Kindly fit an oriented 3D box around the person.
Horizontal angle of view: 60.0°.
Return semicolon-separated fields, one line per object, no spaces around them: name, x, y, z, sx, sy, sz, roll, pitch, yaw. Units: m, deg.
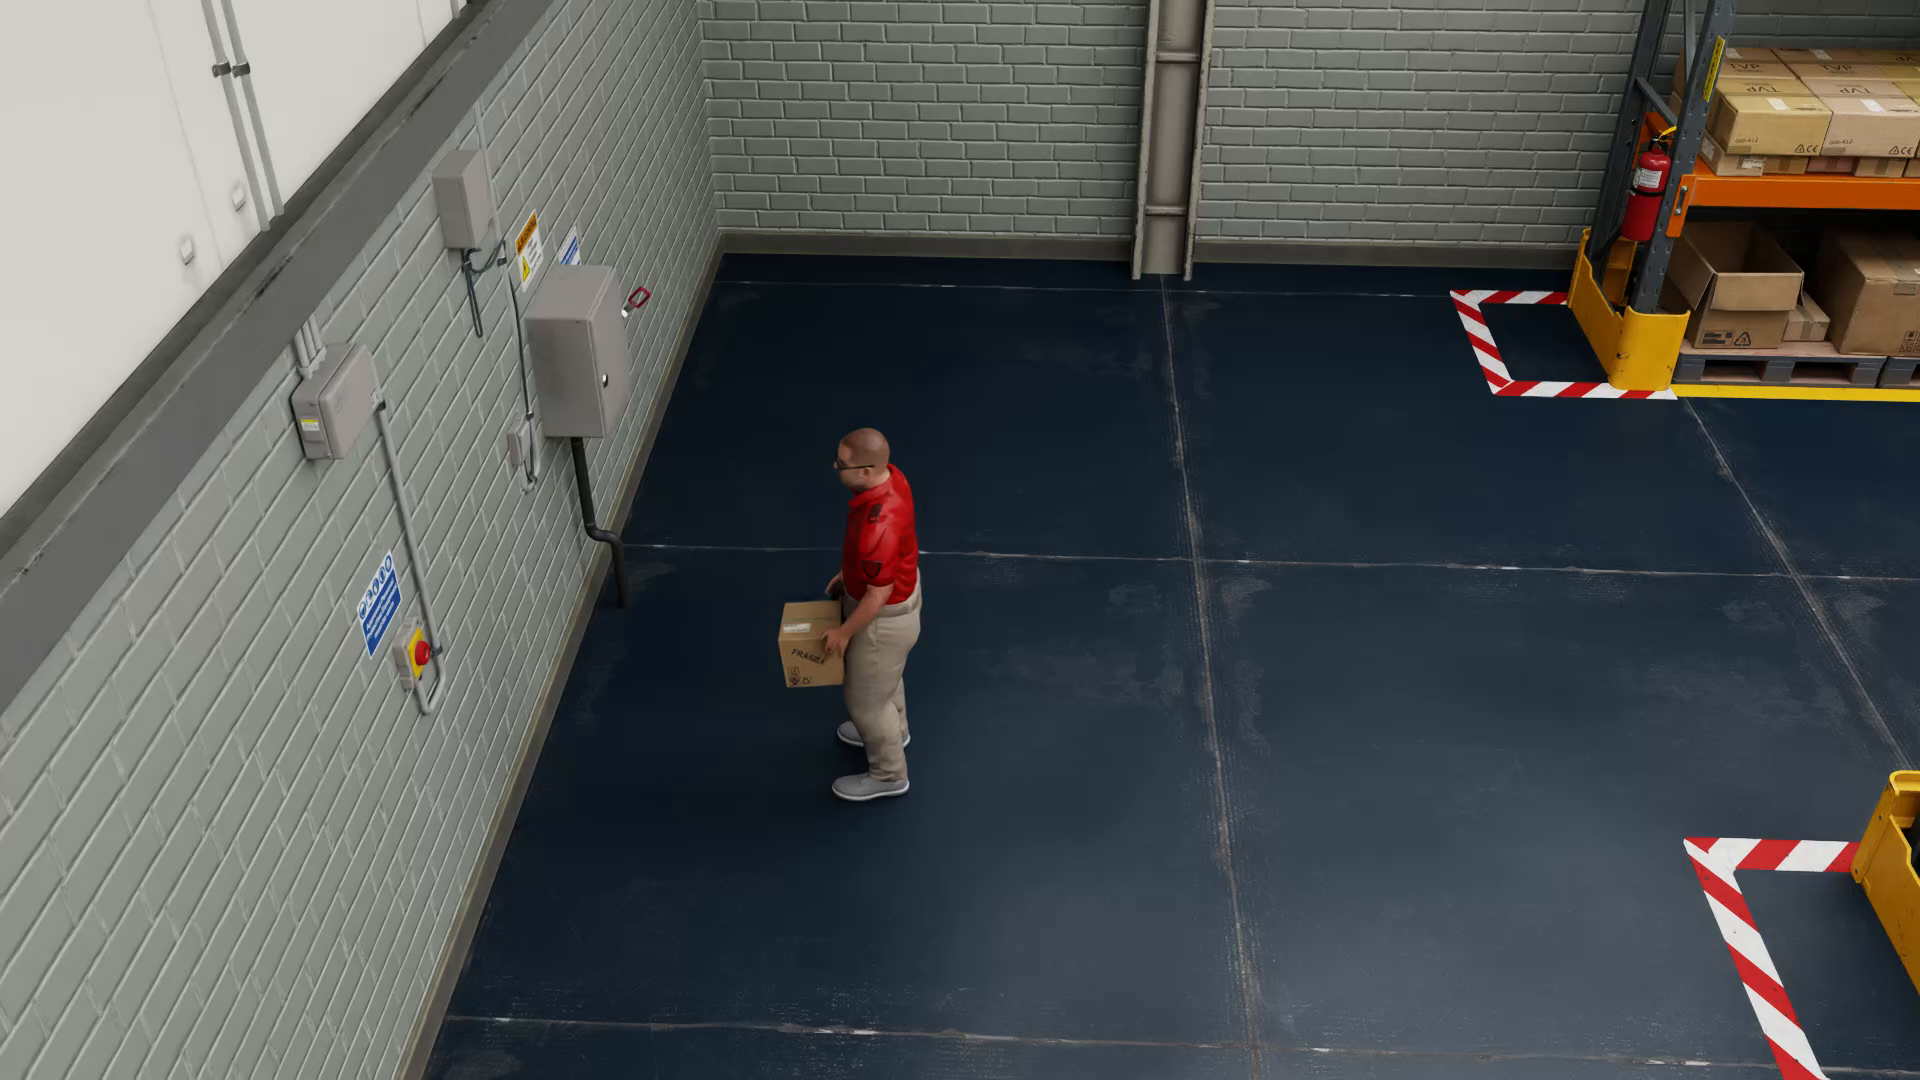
person;-0.358;0.329;6.744;0.405;1.638;0.547;1;35;1
